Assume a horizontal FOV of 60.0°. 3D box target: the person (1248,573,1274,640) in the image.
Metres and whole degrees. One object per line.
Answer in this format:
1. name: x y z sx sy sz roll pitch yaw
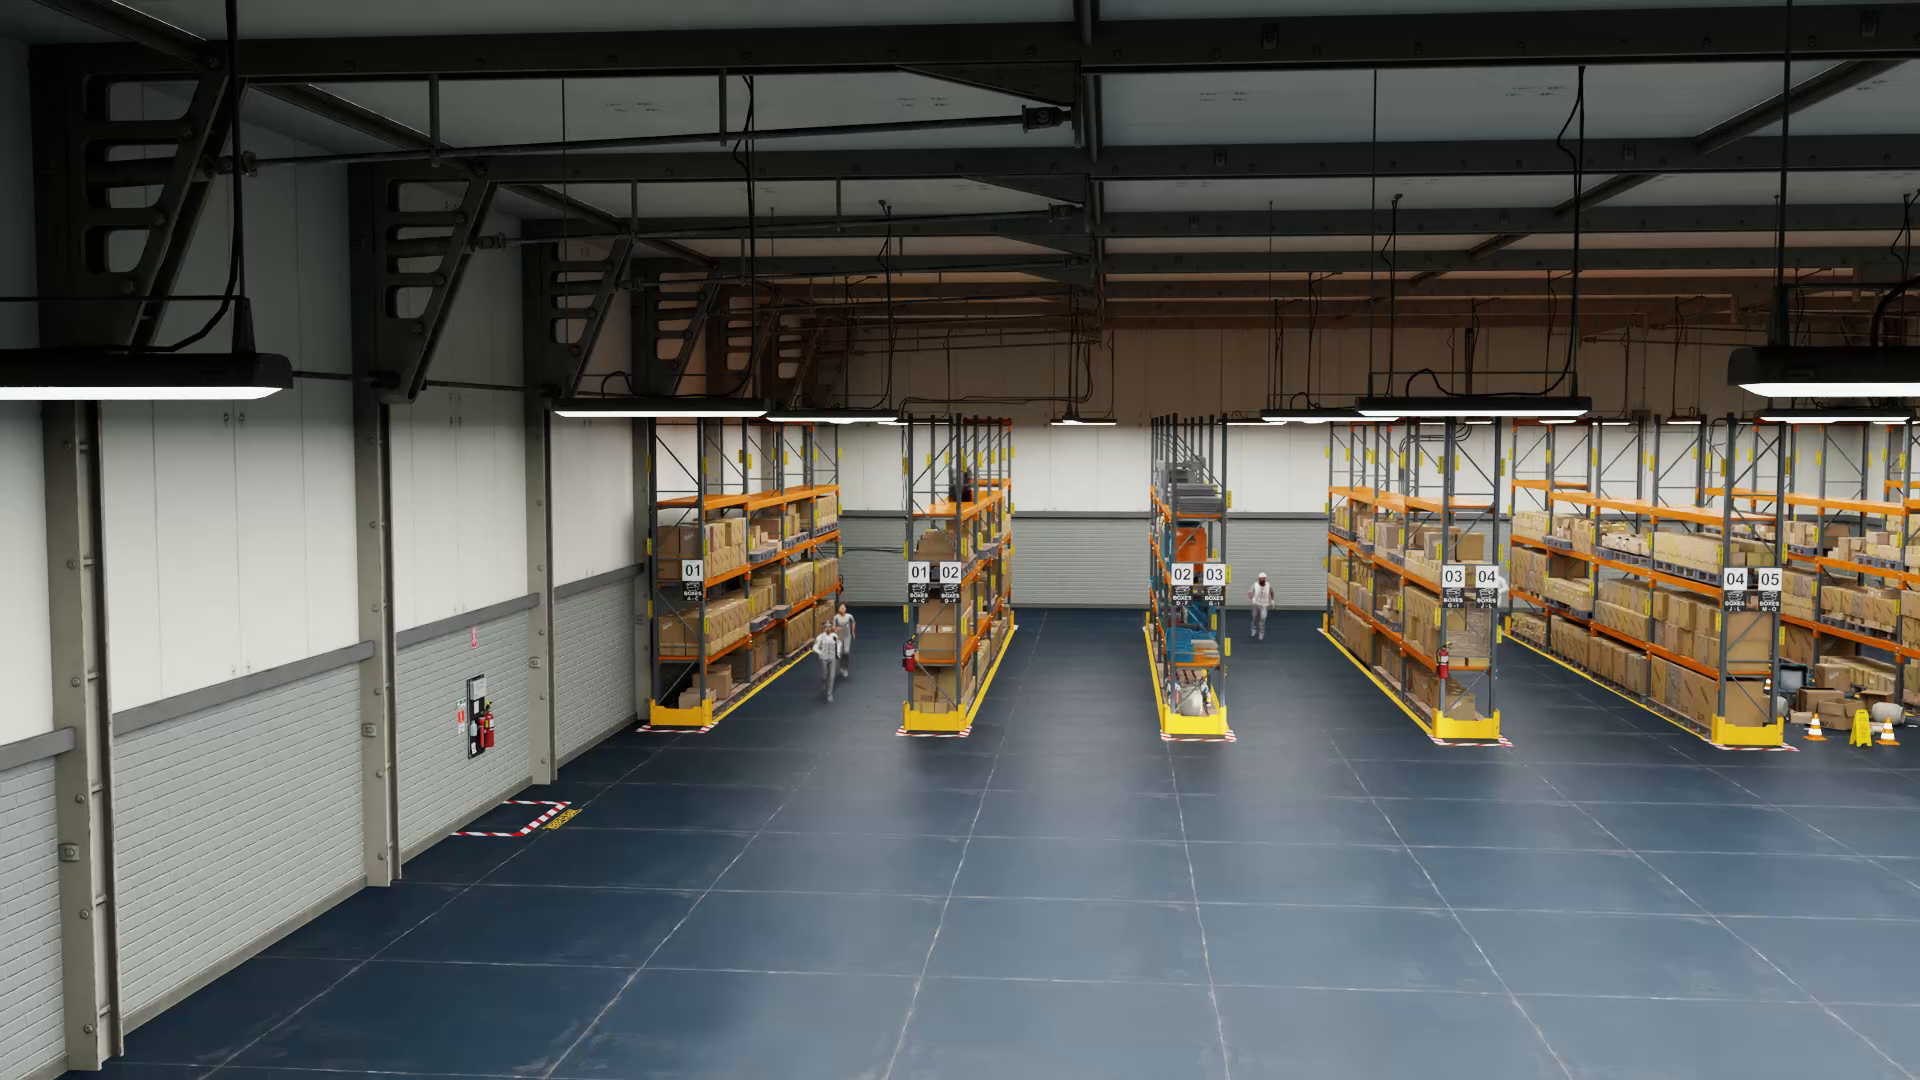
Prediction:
1. person: 8.132 1.769 44.870 0.700 1.773 0.968 1 4 10

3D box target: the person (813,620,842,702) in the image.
1. person: -2.790 2.535 35.152 0.630 1.697 0.828 -1 4 -13

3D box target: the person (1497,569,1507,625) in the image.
1. person: 15.272 1.752 47.570 0.661 1.534 0.707 -3 5 -42

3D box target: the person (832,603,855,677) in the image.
1. person: -2.697 2.305 38.421 0.516 1.712 0.817 0 4 0
